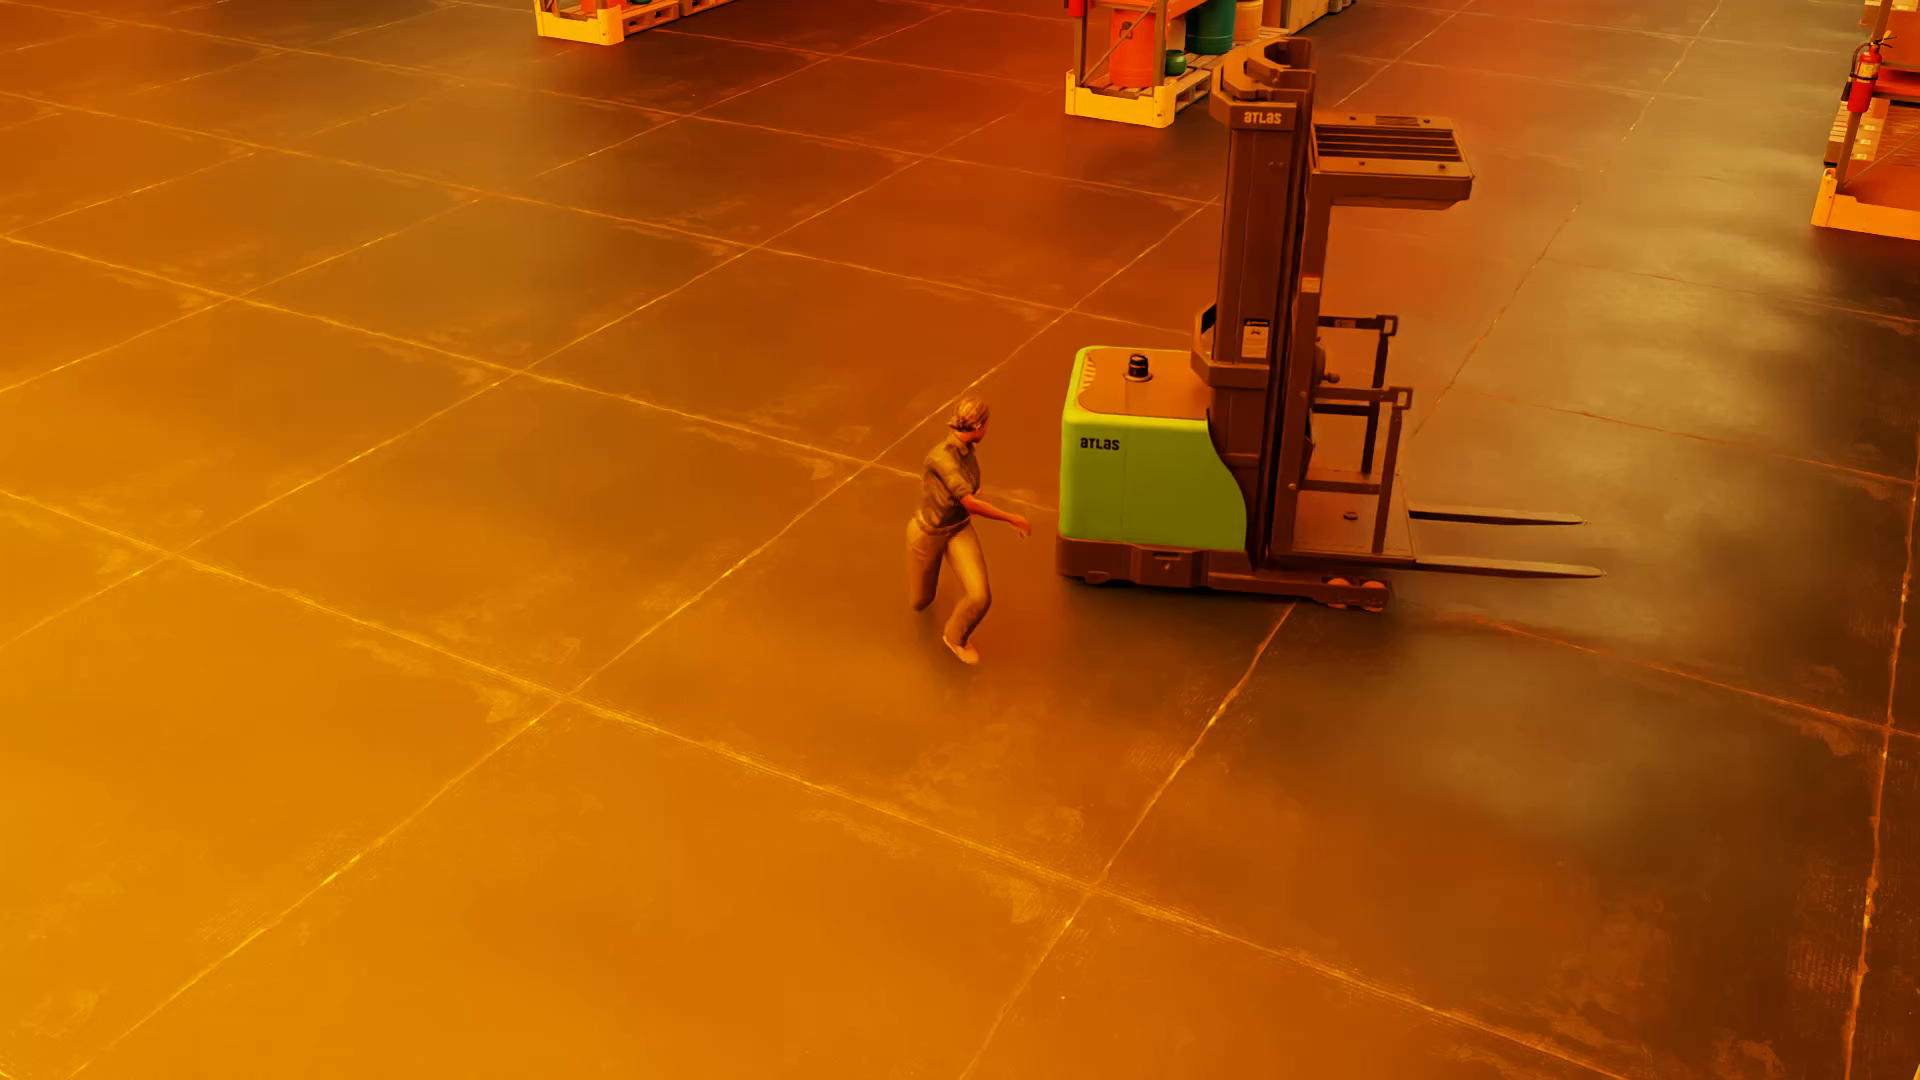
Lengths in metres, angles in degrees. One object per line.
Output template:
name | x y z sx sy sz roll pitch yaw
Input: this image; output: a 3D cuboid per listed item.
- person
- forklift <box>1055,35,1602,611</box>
person | -0.032 -0.106 8.825 0.592 1.435 0.862 -18 35 -29
forklift | 2.110 -1.156 9.073 3.031 2.935 1.130 4 30 7
